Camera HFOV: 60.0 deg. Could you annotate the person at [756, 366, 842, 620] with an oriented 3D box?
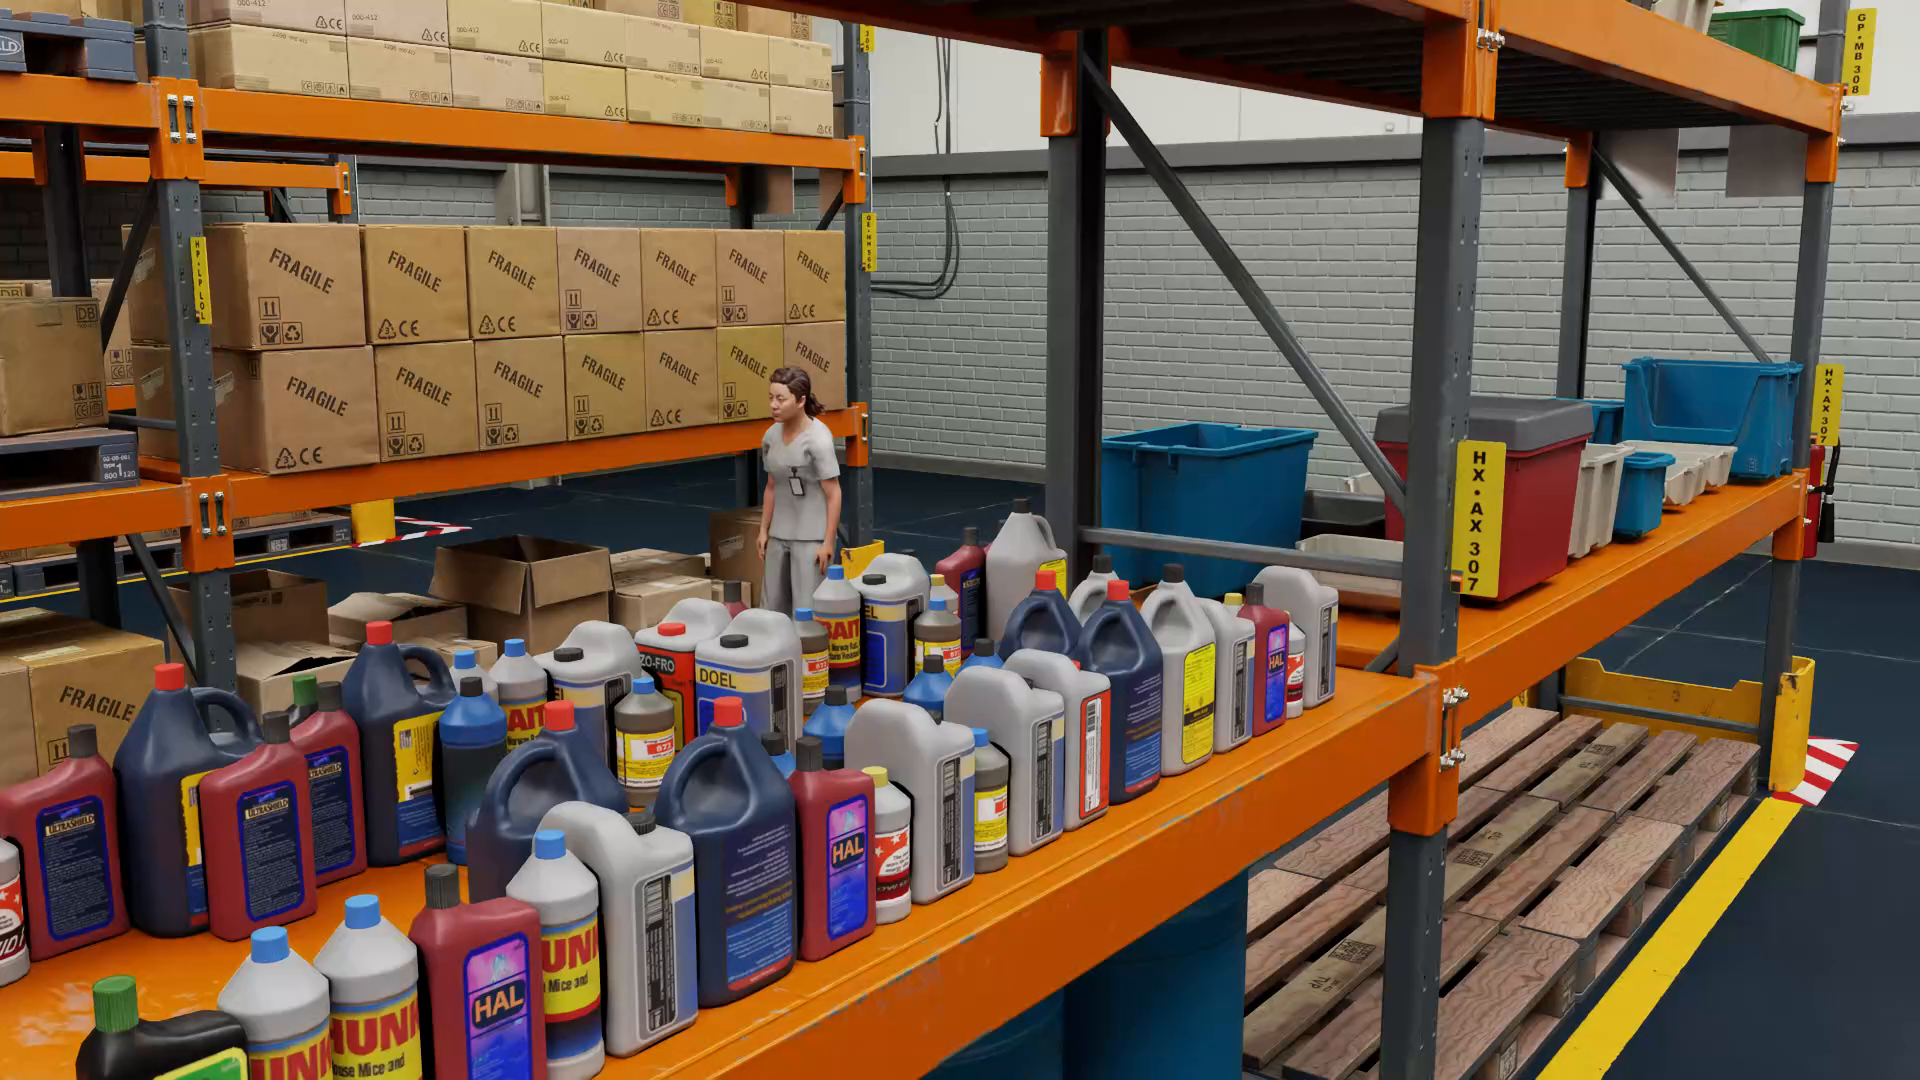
[{"bbox_3d":[-0.774,0.013,7.829,0.503,1.671,0.365,8,13,40],"label":"person"}]
